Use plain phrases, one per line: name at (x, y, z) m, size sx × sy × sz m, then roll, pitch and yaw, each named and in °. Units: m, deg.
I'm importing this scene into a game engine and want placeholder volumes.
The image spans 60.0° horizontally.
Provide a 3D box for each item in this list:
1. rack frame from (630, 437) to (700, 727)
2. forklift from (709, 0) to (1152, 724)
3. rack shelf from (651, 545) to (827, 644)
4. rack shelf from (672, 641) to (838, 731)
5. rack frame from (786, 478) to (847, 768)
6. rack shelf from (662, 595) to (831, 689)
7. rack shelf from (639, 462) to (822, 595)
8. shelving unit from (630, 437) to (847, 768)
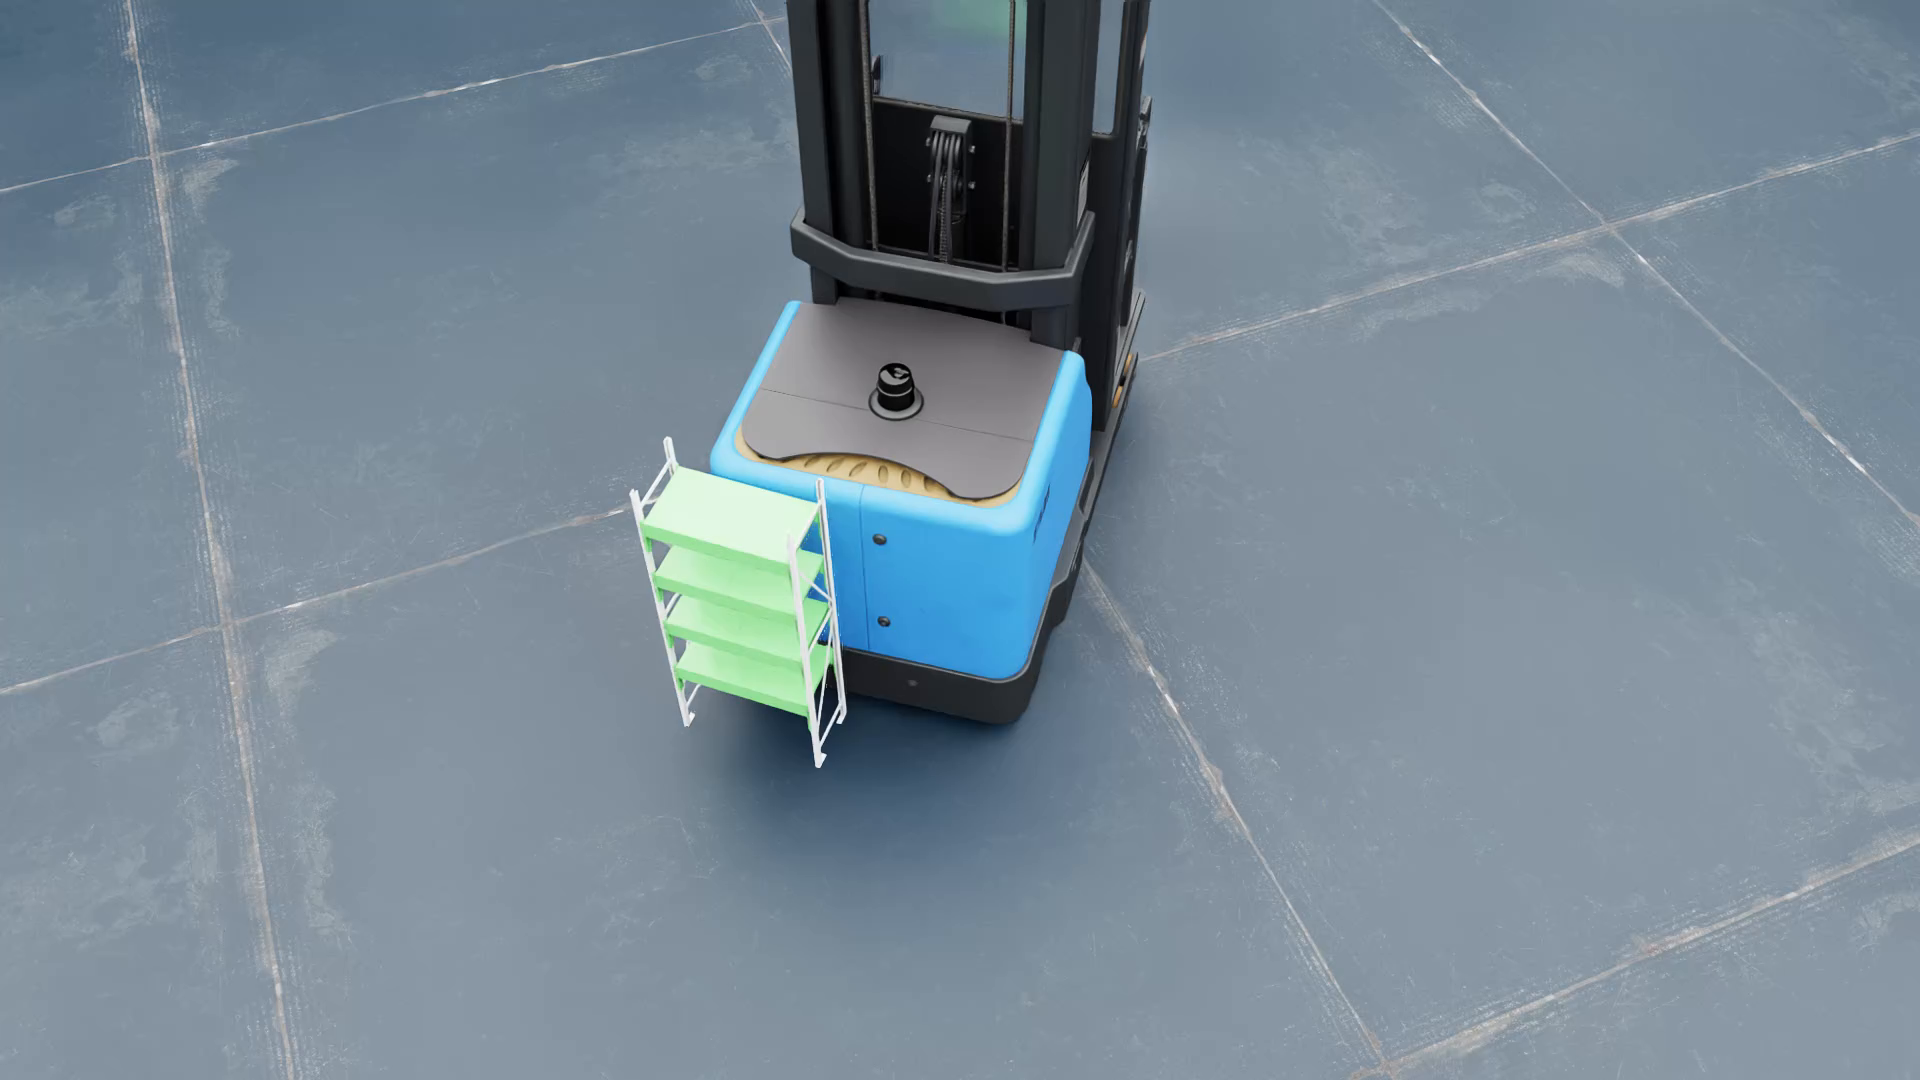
rack frame at (-0.900, 0.169, 5.312) m, size 0.015 × 1.200 × 0.240 m, roll 15°, pitch 52°, yaw 13°
forklift at (0.096, -1.480, 5.589) m, size 1.130 × 2.935 × 3.031 m, roll 12°, pitch 50°, yaw 10°
rack shelf at (-0.671, 0.118, 5.123) m, size 0.480 × 0.148 × 0.258 m, roll 15°, pitch 52°, yaw 13°
rack shelf at (-0.669, 0.426, 5.491) m, size 0.480 × 0.148 × 0.258 m, roll 15°, pitch 52°, yaw 13°
rack frame at (-0.441, 0.294, 5.205) m, size 0.015 × 1.200 × 0.240 m, roll 15°, pitch 52°, yaw 13°
rack shelf at (-0.670, 0.272, 5.307) m, size 0.480 × 0.148 × 0.258 m, roll 15°, pitch 52°, yaw 13°
rack shelf at (-0.672, -0.036, 4.939) m, size 0.480 × 0.148 × 0.258 m, roll 15°, pitch 52°, yaw 13°
shelving unit at (-0.670, 0.231, 5.258) m, size 0.503 × 1.200 × 0.258 m, roll 15°, pitch 52°, yaw 13°
